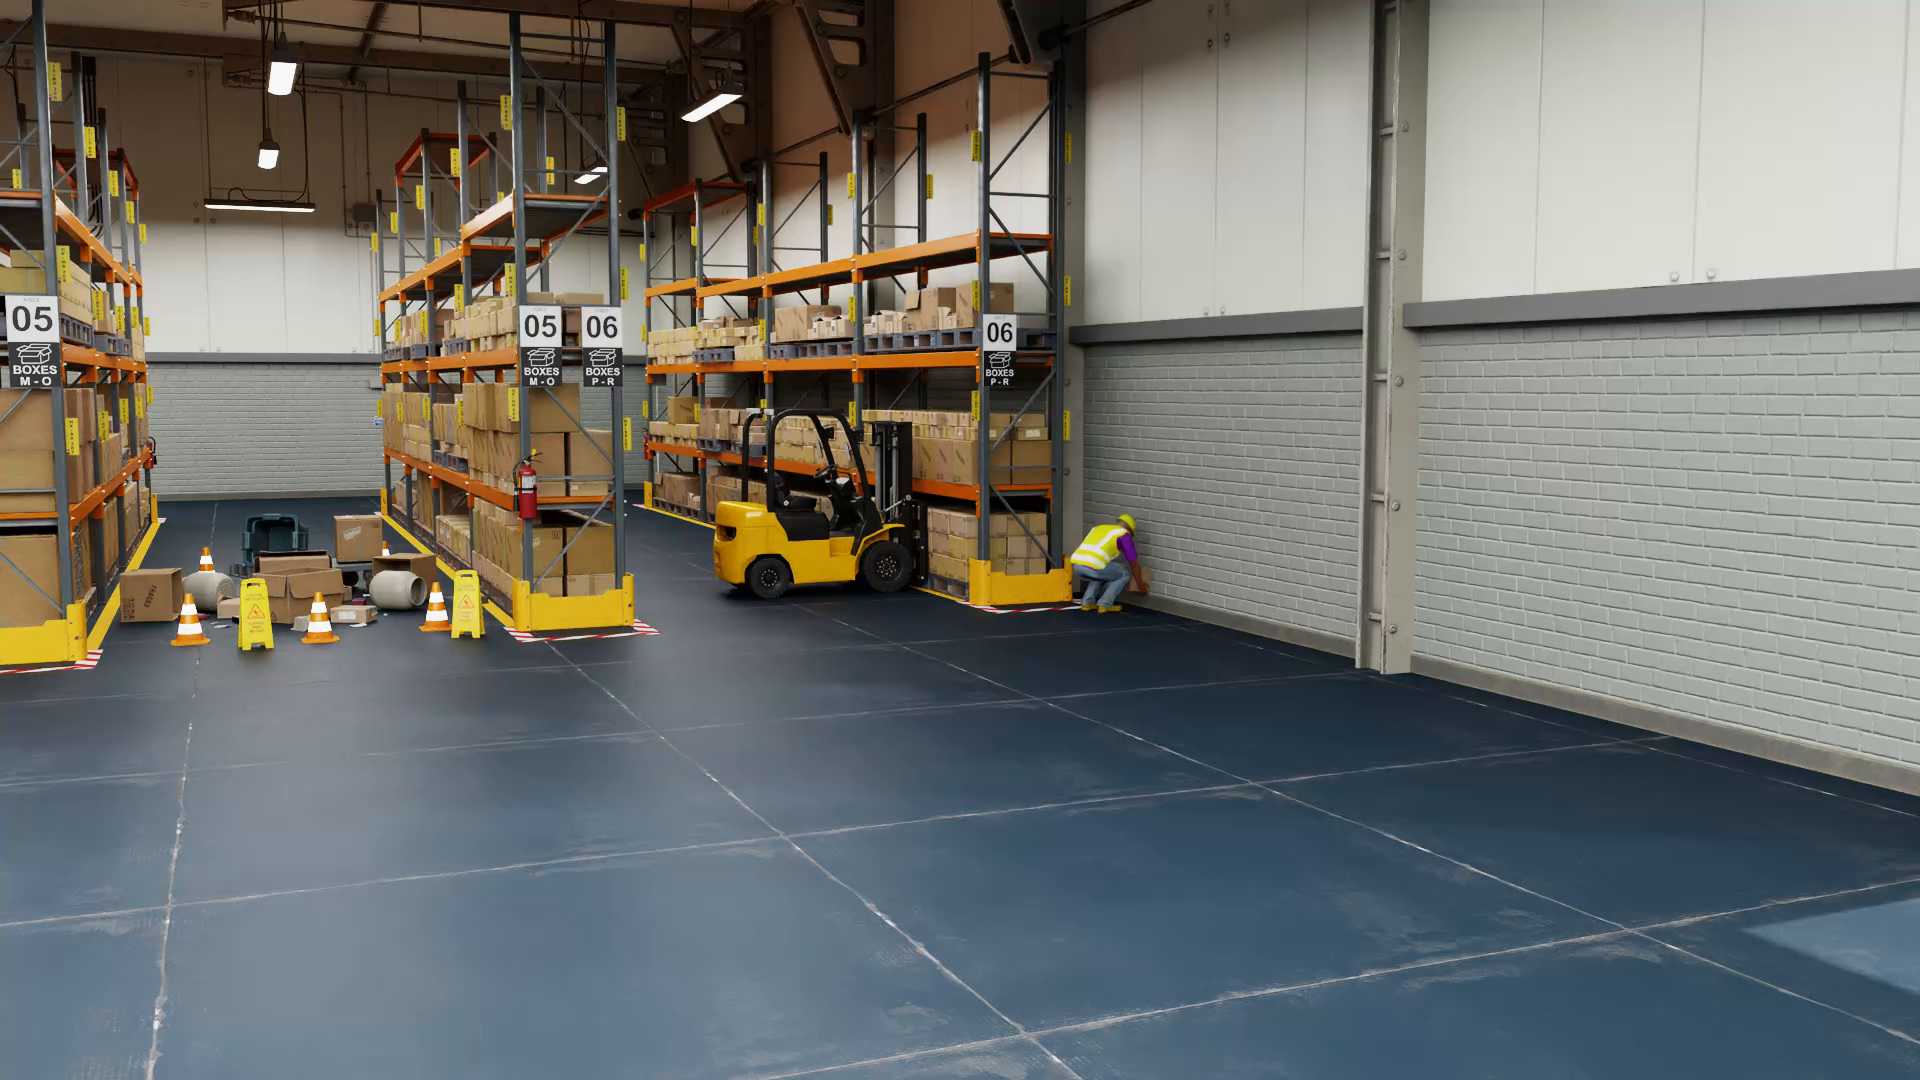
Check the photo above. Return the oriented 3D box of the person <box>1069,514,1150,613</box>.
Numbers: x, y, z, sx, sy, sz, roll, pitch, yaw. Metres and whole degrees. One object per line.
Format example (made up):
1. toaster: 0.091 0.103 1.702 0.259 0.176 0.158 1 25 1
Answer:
1. person: 1.577 0.248 17.986 0.888 1.027 0.582 -4 7 -35
